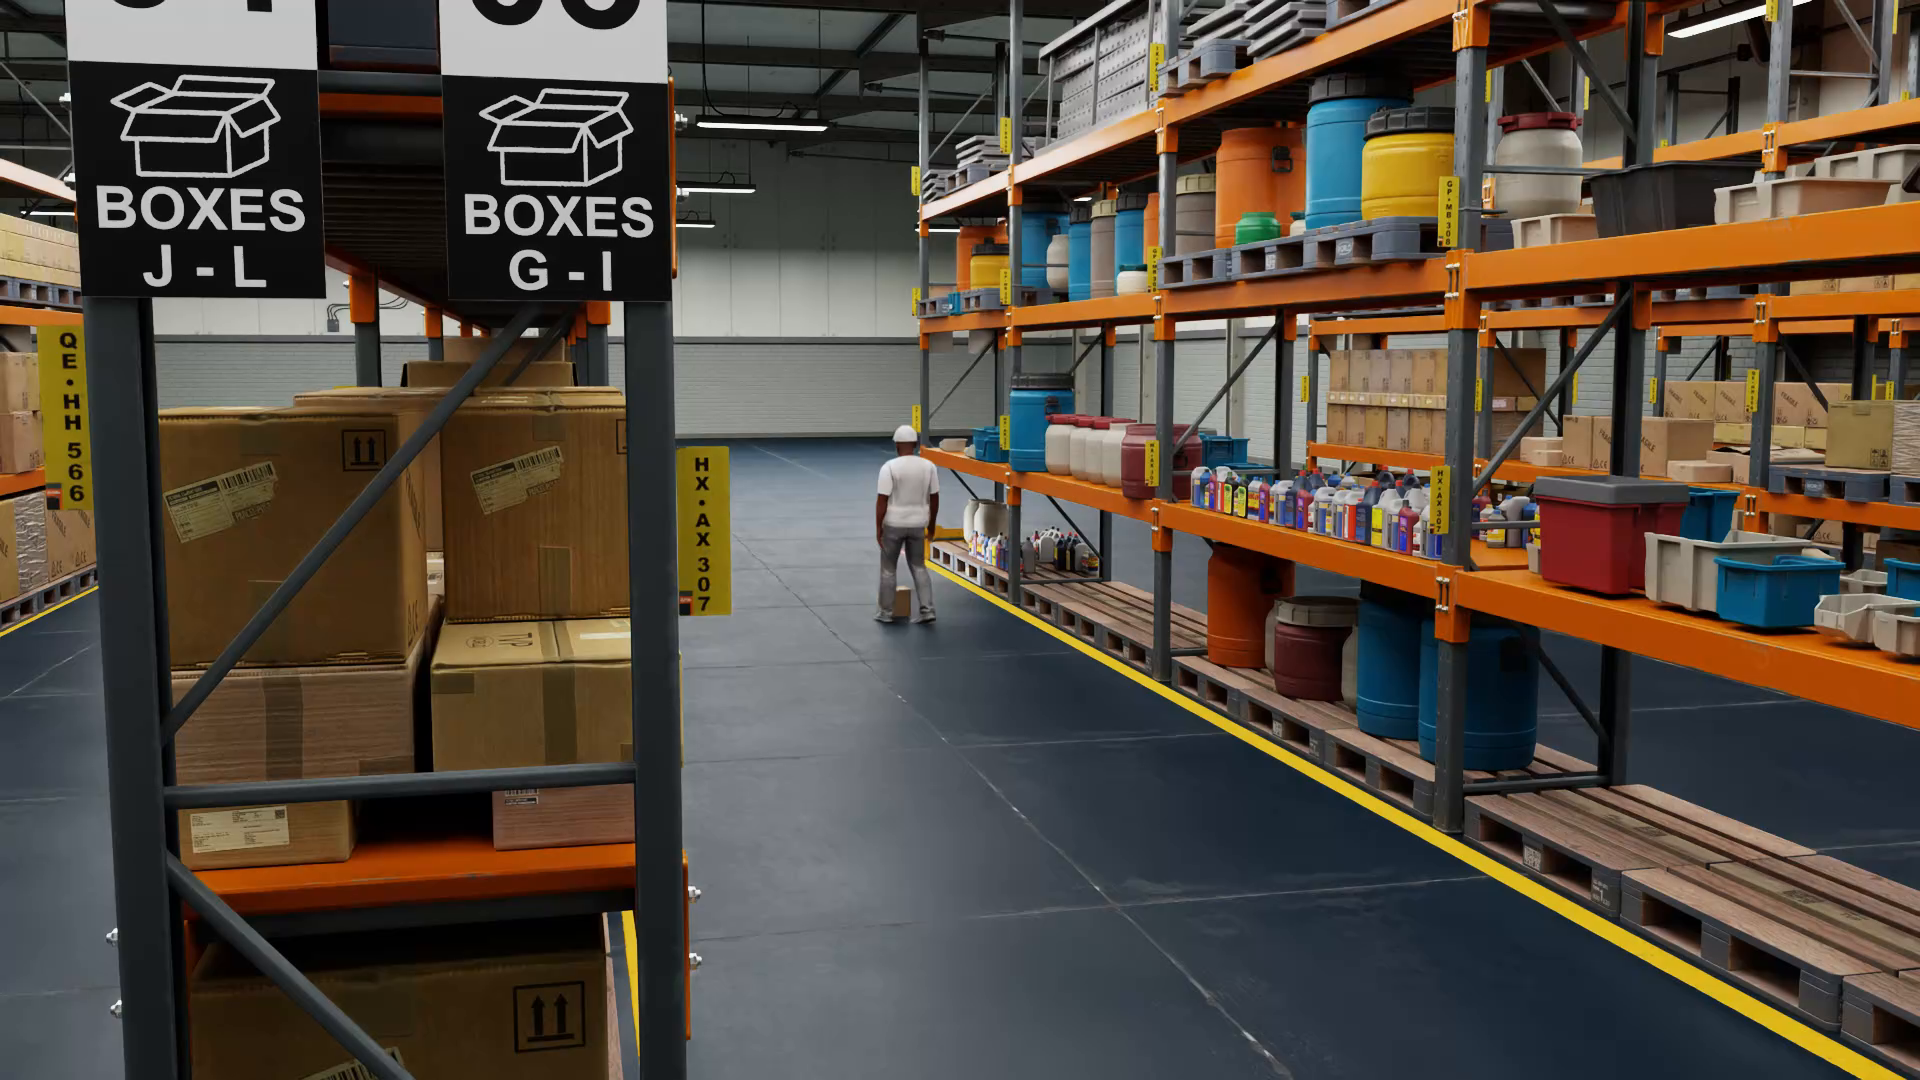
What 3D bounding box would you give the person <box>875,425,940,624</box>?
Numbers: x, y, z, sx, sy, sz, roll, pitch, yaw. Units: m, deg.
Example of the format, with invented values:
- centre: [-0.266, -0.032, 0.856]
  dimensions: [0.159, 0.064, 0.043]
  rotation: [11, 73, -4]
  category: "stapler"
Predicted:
- centre: [-0.510, -0.129, 14.724]
  dimensions: [0.597, 1.775, 0.579]
  rotation: [-3, 7, -22]
  category: "person"
